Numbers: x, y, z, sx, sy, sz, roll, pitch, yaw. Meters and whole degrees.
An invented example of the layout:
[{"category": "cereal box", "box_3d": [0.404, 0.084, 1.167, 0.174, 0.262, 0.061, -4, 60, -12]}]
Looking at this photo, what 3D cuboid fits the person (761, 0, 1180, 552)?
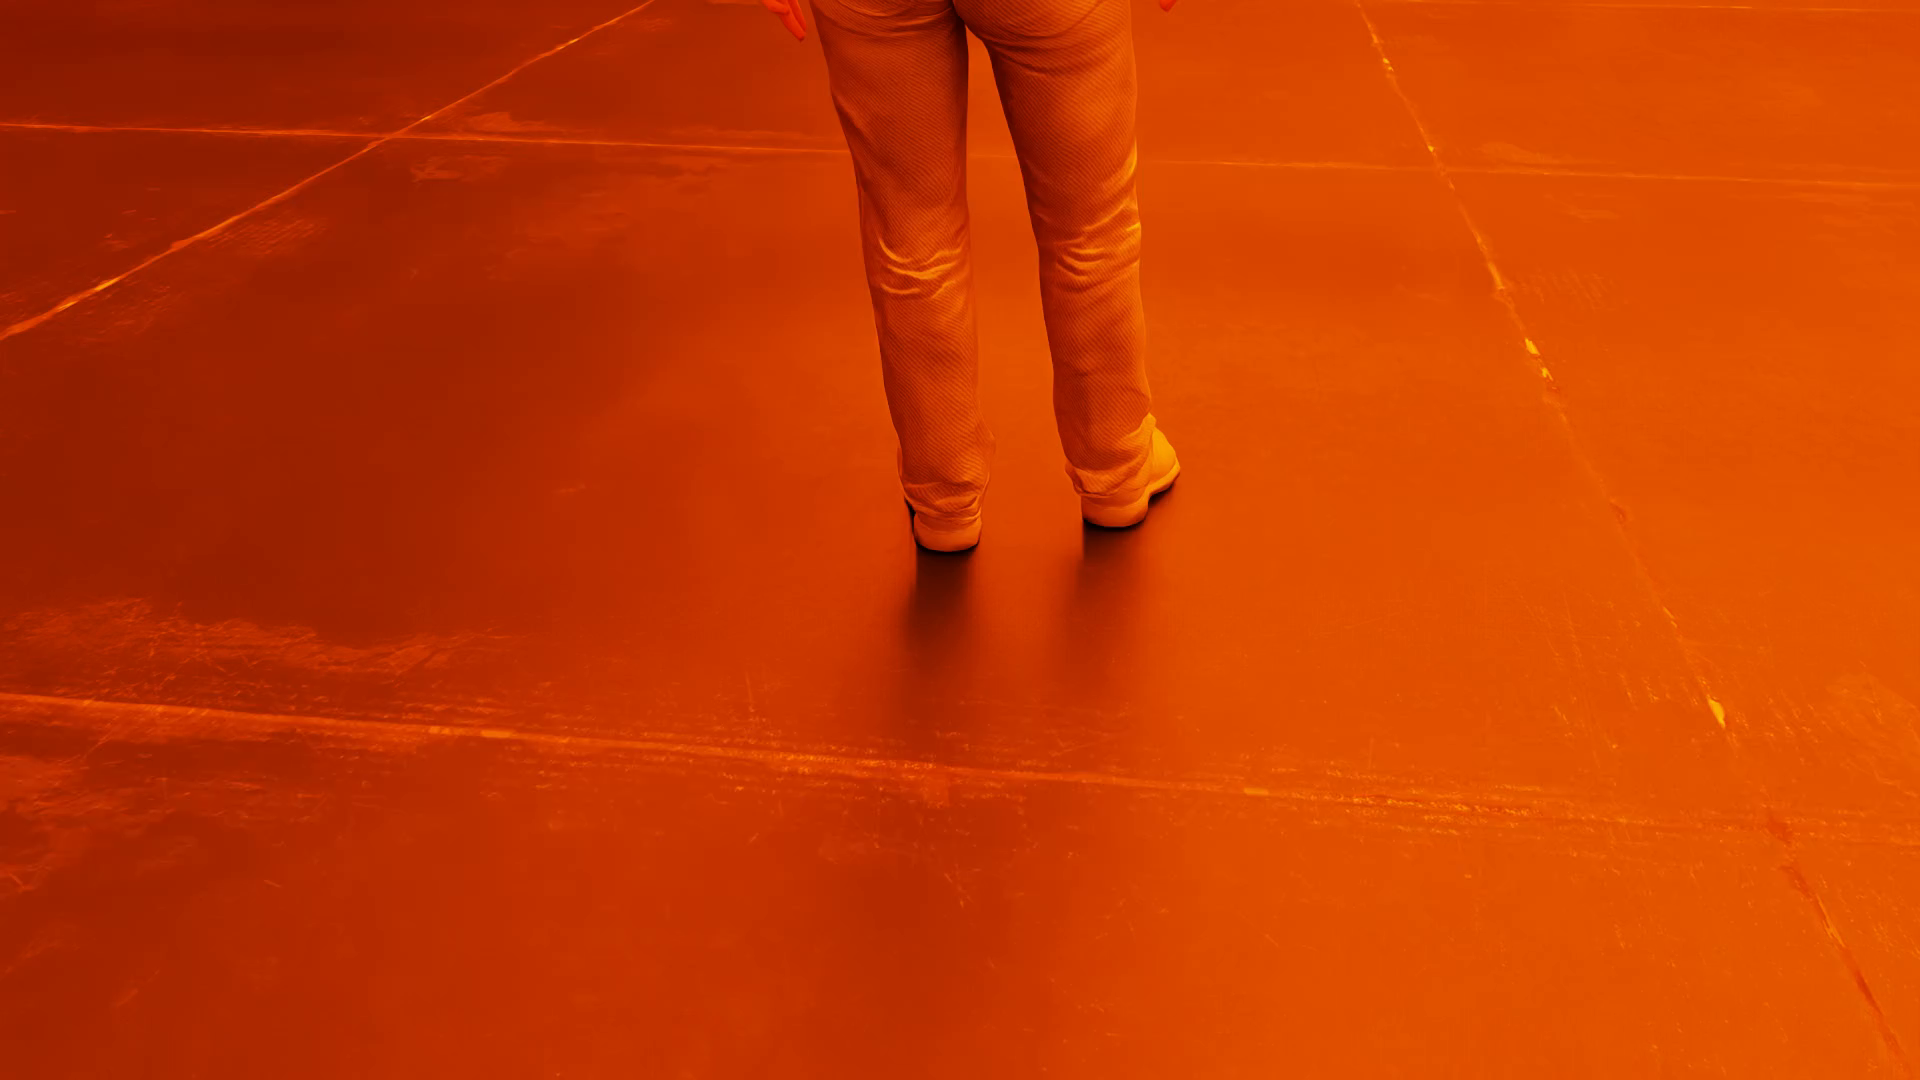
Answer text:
[{"category": "person", "box_3d": [0.017, -0.827, 2.154, 0.632, 1.773, 0.568, 3, 27, 7]}]
